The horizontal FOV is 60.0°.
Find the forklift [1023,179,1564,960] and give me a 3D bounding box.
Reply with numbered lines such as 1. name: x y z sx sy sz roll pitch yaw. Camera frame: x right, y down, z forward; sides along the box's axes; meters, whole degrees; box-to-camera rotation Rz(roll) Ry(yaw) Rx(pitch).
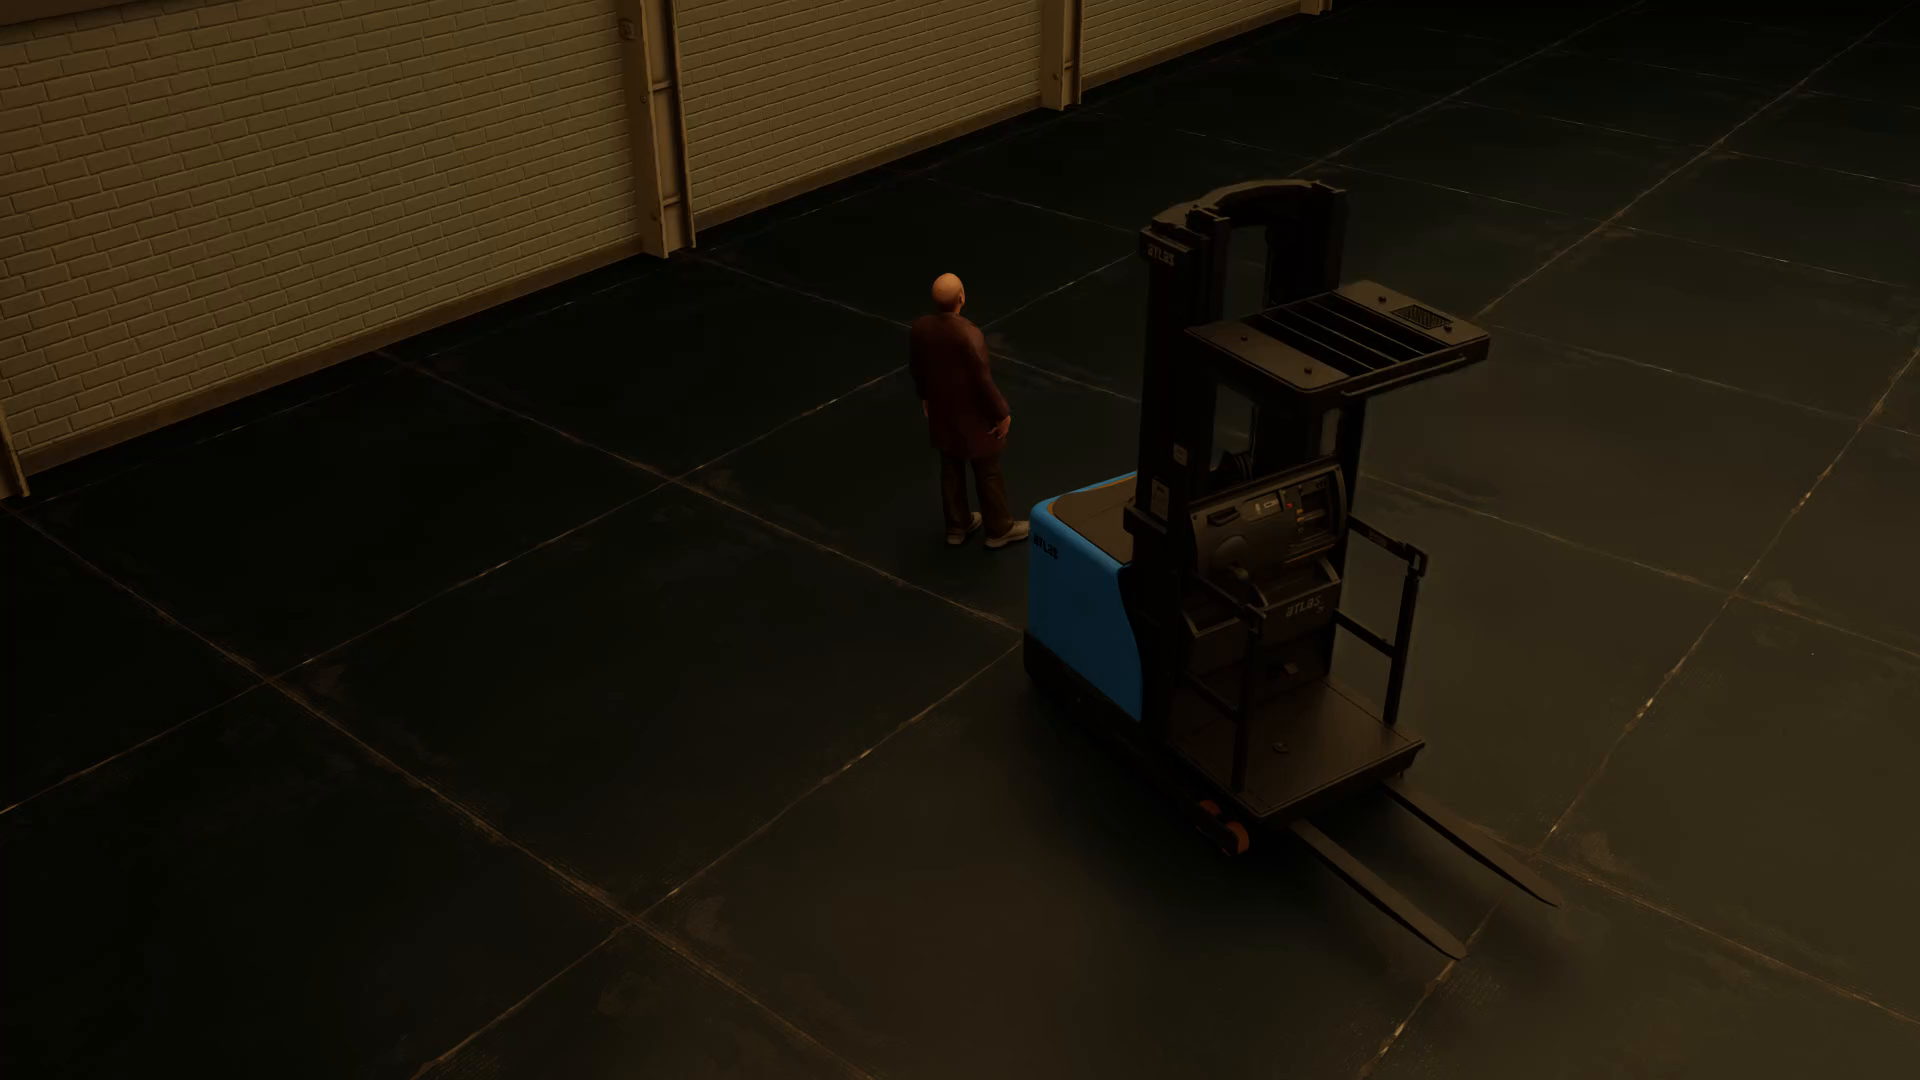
1. forklift: 1.569 -0.032 7.650 1.130 2.935 3.031 -18 35 -28

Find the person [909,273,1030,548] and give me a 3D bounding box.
1. person: 0.061 -0.809 10.107 0.698 1.778 0.579 22 37 33
